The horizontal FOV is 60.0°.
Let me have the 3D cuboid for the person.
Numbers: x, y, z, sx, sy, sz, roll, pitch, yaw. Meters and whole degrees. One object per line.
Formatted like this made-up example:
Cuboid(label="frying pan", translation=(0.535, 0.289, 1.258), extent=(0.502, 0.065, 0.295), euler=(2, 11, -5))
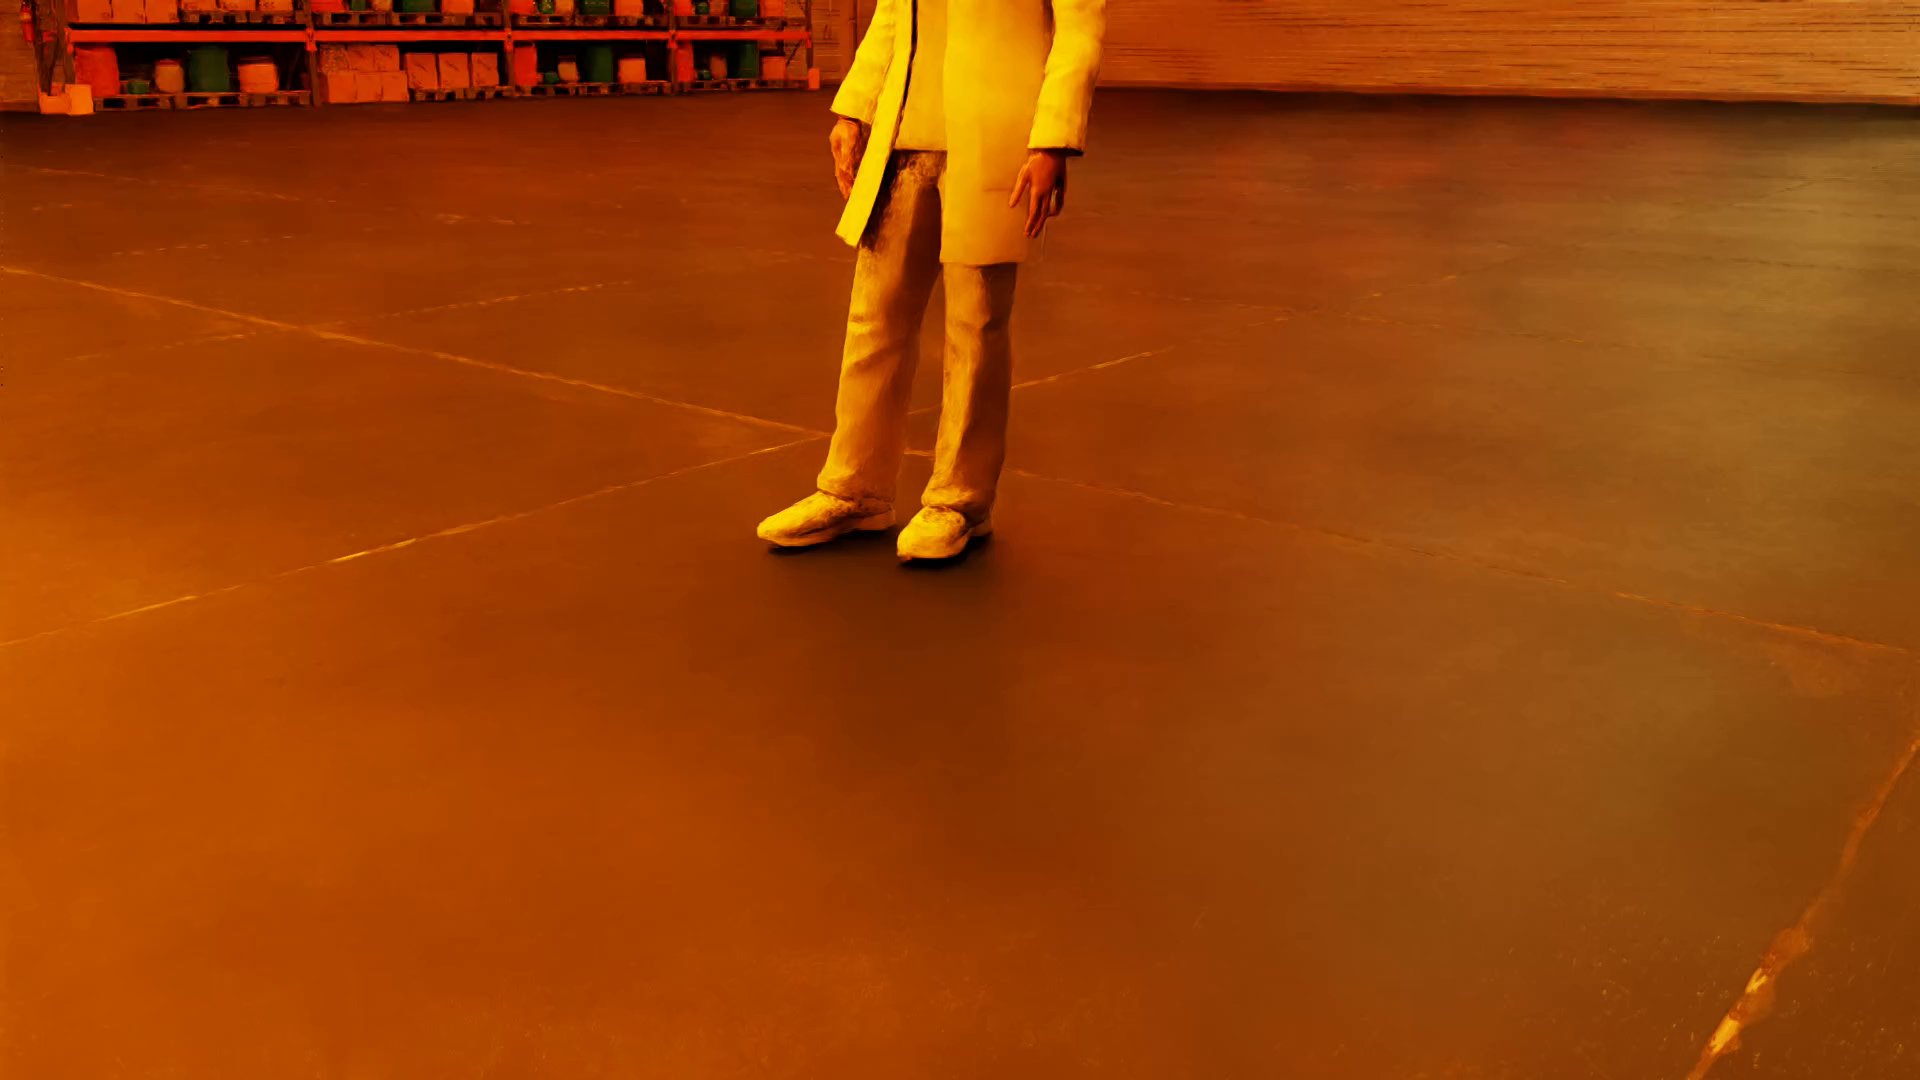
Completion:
Cuboid(label="person", translation=(-0.063, -0.838, 3.615), extent=(0.694, 1.776, 0.574), euler=(13, 21, 37))
